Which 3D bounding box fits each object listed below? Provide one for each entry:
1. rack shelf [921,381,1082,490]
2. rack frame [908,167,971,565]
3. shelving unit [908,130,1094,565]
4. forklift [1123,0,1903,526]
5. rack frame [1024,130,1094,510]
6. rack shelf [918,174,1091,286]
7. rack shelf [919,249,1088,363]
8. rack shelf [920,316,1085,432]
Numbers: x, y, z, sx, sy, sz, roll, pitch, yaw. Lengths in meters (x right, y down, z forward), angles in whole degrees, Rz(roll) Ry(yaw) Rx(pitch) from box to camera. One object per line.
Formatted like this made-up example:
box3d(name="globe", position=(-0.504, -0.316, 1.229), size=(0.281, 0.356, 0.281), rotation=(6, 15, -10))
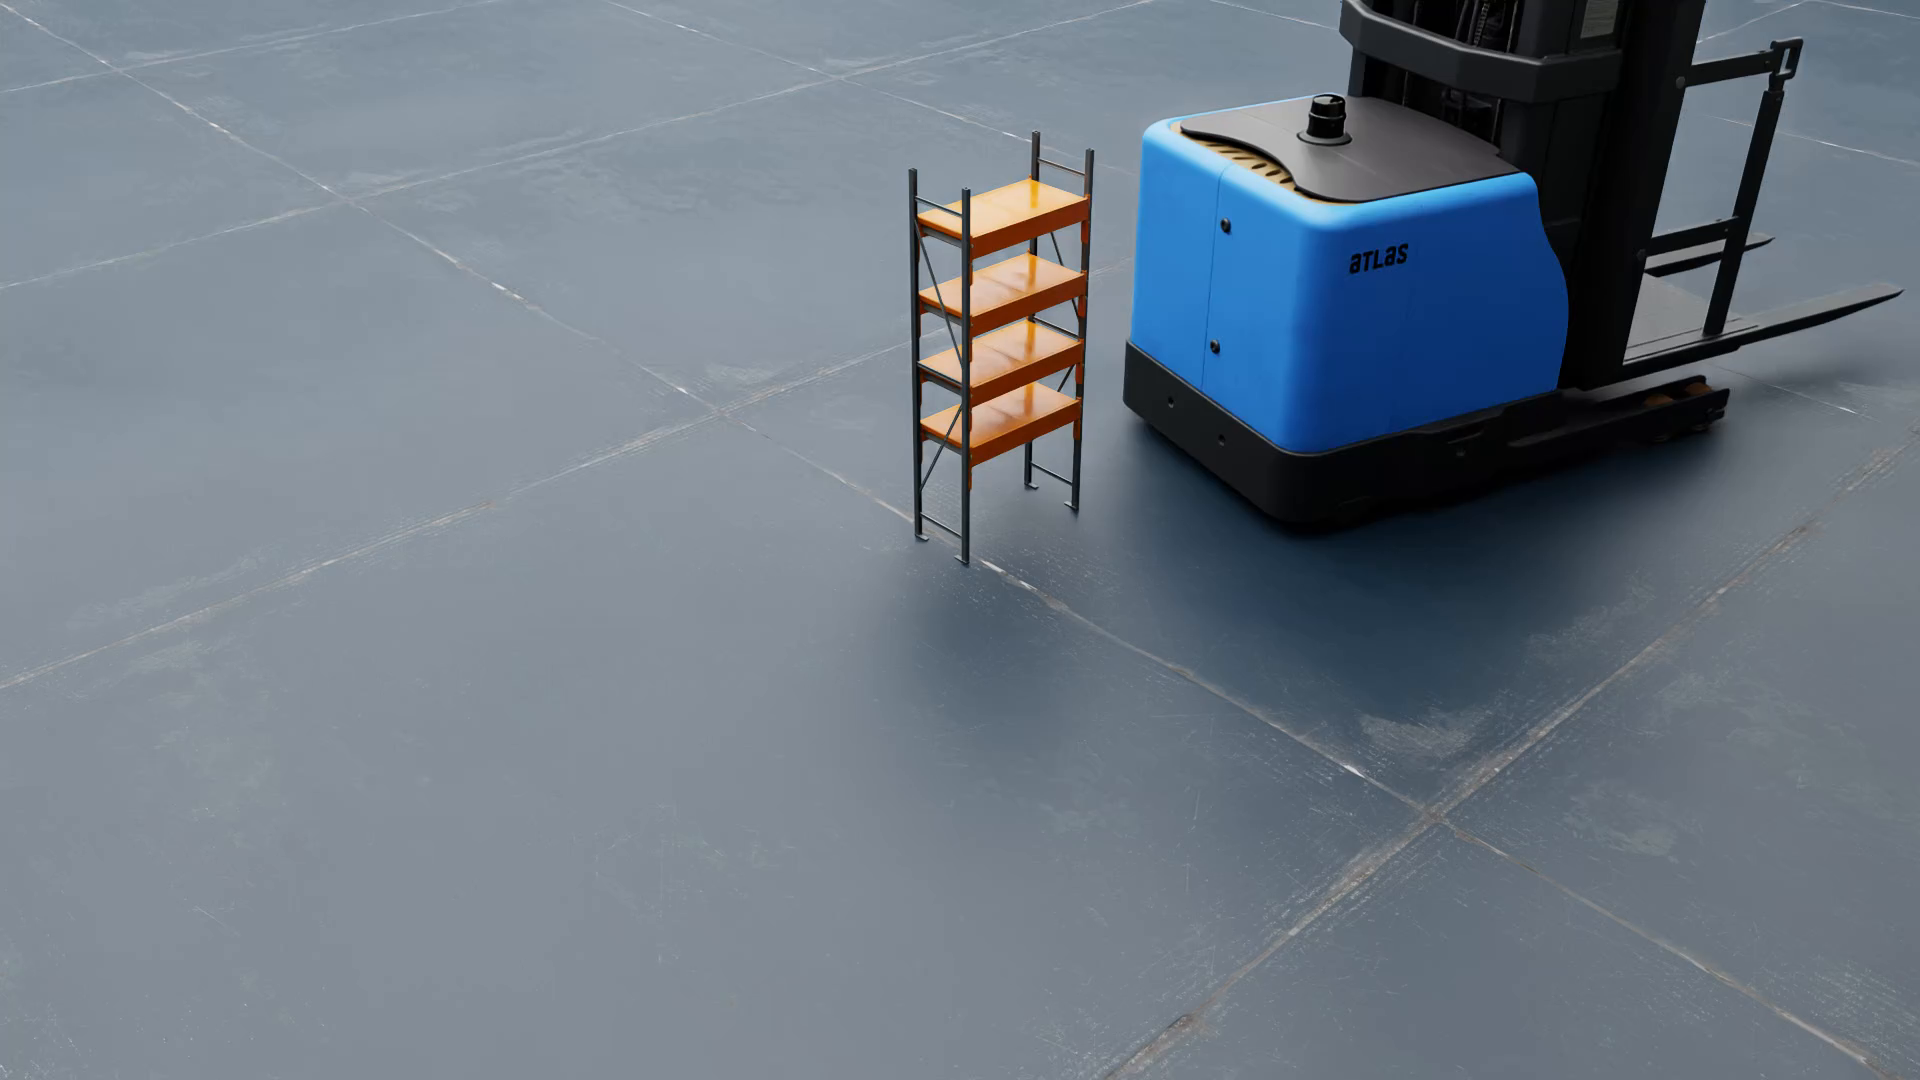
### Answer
box3d(name="rack shelf", position=(0.121, -0.344, 5.172), size=(0.480, 0.148, 0.258), rotation=(-26, 40, -35))
box3d(name="rack frame", position=(-0.058, -0.484, 4.891), size=(0.015, 1.200, 0.240), rotation=(-26, 40, -35))
box3d(name="shelving unit", position=(0.121, -0.571, 5.033), size=(0.503, 1.200, 0.258), rotation=(-26, 40, -35))
box3d(name="forklift", position=(2.132, -1.823, 5.421), size=(3.031, 2.935, 1.130), rotation=(-15, 34, -23))
box3d(name="rack frame", position=(0.300, -0.657, 5.175), size=(0.015, 1.200, 0.240), rotation=(-26, 40, -35))
box3d(name="rack shelf", position=(0.121, -0.906, 4.828), size=(0.480, 0.148, 0.258), rotation=(-26, 40, -35))
box3d(name="rack shelf", position=(0.121, -0.704, 4.951), size=(0.480, 0.148, 0.258), rotation=(-26, 40, -35))
box3d(name="rack shelf", position=(0.121, -0.513, 5.068), size=(0.480, 0.148, 0.258), rotation=(-26, 40, -35))
